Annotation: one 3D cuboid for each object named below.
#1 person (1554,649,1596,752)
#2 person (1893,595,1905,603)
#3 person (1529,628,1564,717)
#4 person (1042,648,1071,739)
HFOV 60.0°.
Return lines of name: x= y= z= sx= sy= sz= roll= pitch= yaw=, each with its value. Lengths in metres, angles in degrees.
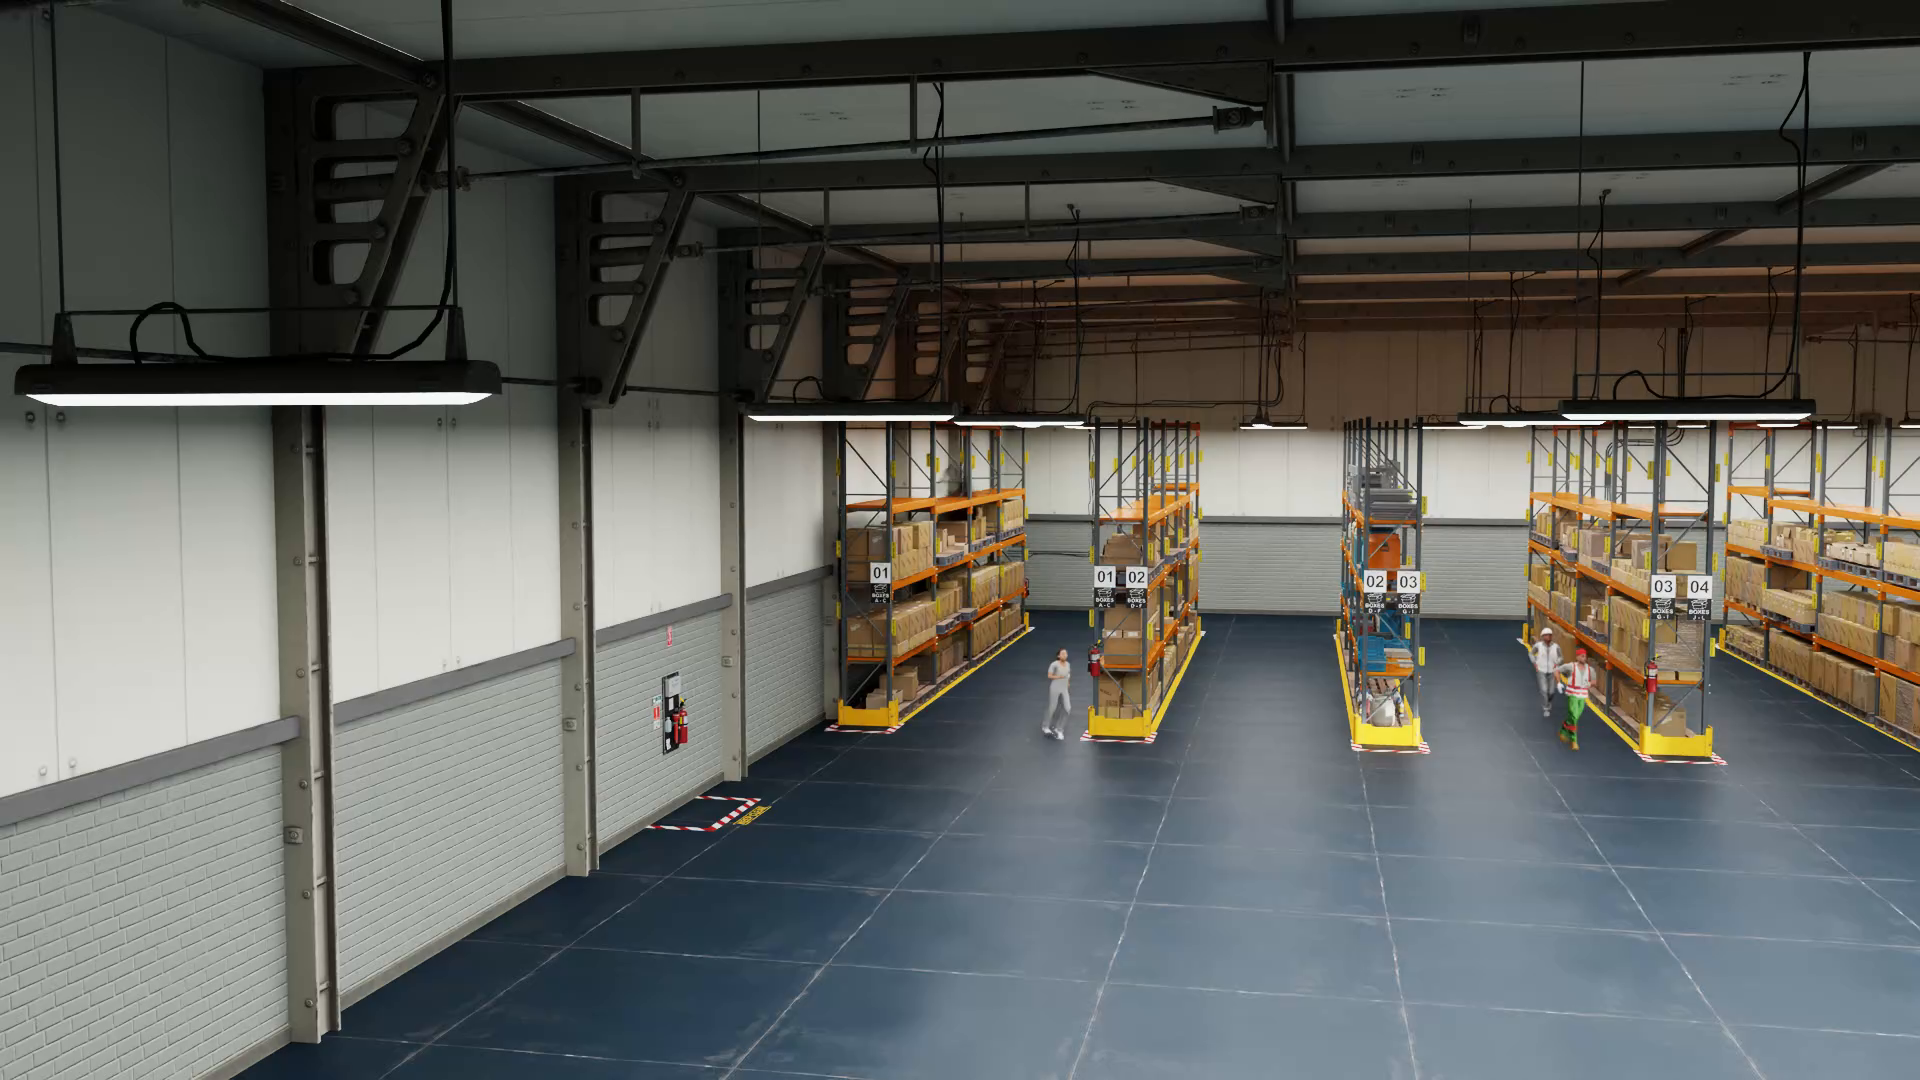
person: x=11.226 y=2.872 z=30.250 sx=0.690 sy=1.809 sz=0.898 roll=-1 pitch=4 yaw=-10
person: x=25.164 y=2.042 z=44.582 sx=0.523 sy=1.605 sz=0.635 roll=2 pitch=4 yaw=27
person: x=11.882 y=2.662 z=33.696 sx=0.675 sy=1.765 sz=0.762 roll=1 pitch=4 yaw=11
person: x=1.868 y=2.874 z=31.239 sx=0.567 sy=1.720 sz=0.729 roll=-2 pitch=4 yaw=-24
